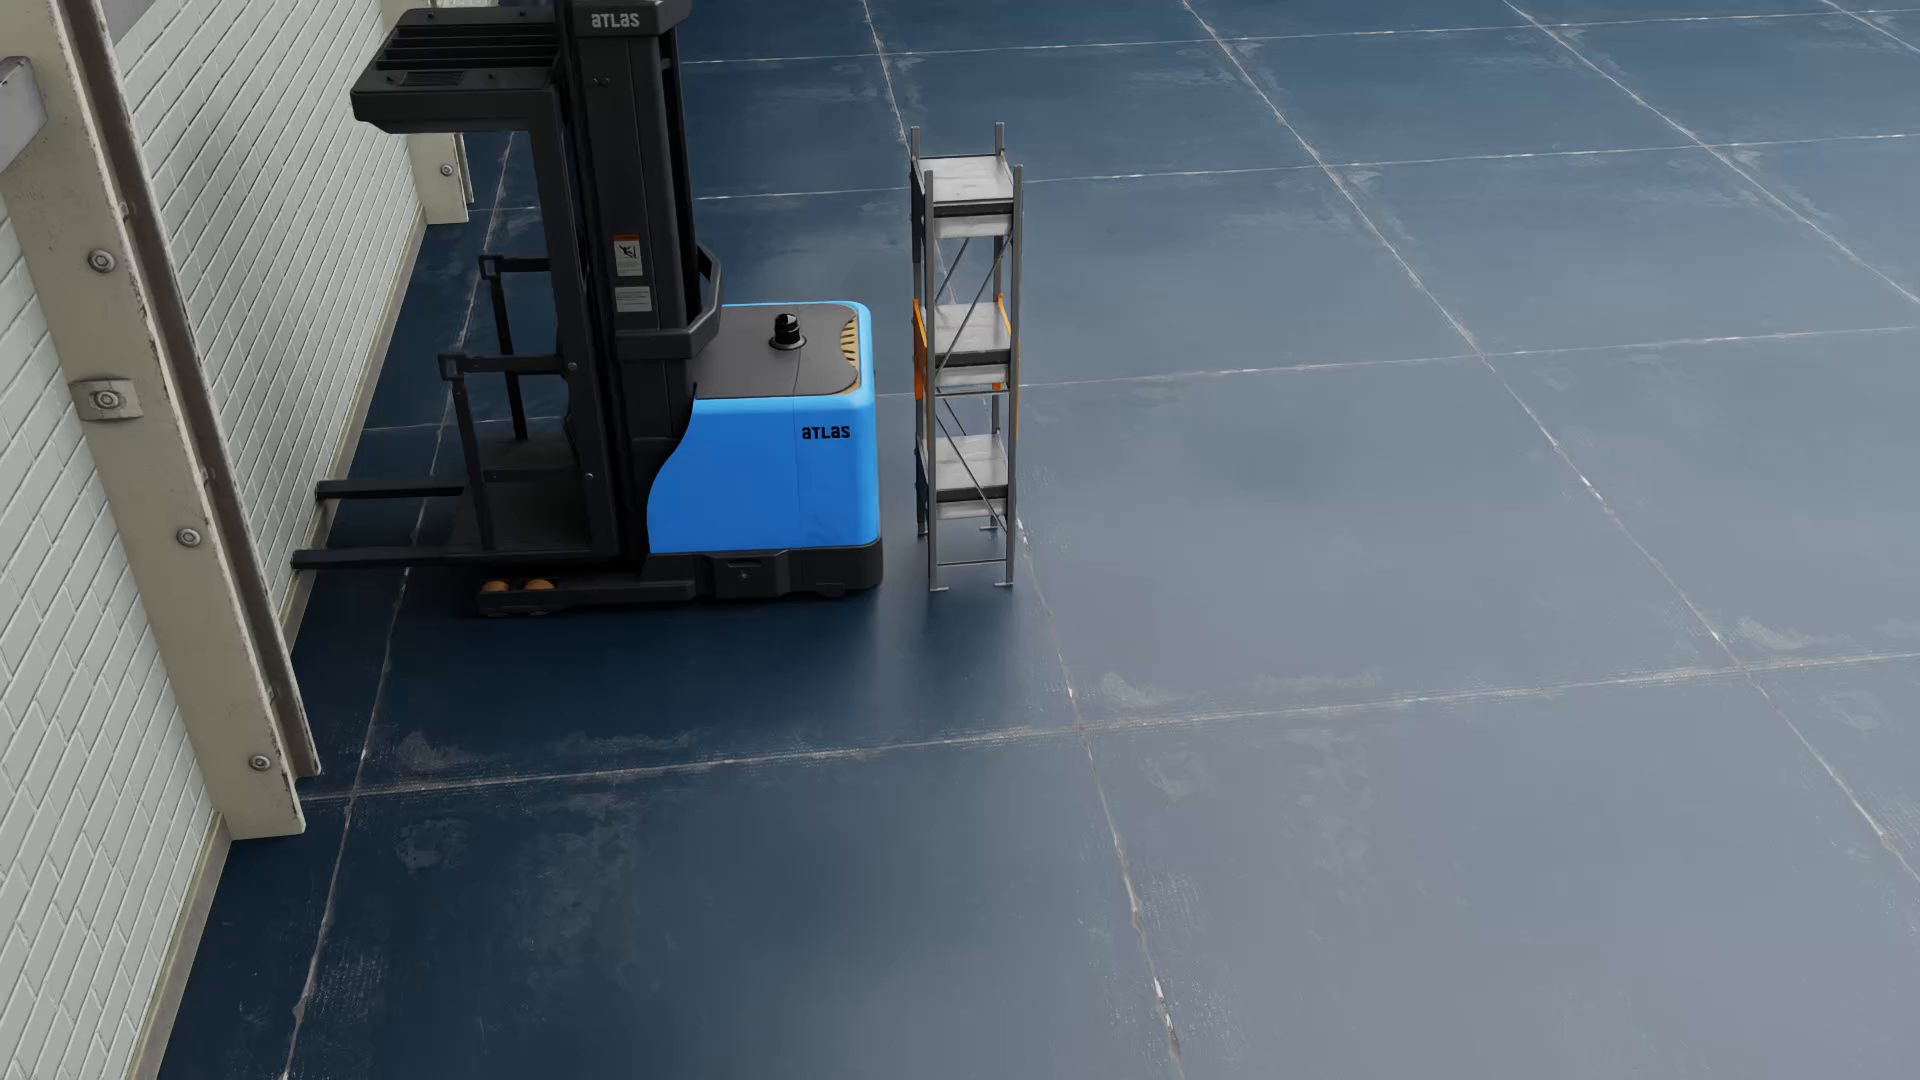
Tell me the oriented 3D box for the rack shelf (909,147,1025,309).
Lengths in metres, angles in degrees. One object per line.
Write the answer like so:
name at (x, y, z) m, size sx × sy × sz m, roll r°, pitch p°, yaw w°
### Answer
rack shelf at (0.022, -1.342, 7.137) m, size 0.431 × 0.518 × 0.480 m, roll -4°, pitch 35°, yaw -6°

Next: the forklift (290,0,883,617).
forklift at (-1.904, -1.163, 7.353) m, size 3.031 × 2.935 × 1.130 m, roll -2°, pitch 34°, yaw -3°

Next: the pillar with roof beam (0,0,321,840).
pillar with roof beam at (1.499, -2.987, 4.643) m, size 9.100 × 9.000 × 0.400 m, roll -4°, pitch 35°, yaw -6°

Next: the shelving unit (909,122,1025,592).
shelving unit at (0.022, -0.775, 7.523) m, size 0.431 × 2.100 × 0.503 m, roll -4°, pitch 35°, yaw -6°

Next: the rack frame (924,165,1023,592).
rack frame at (0.055, -0.639, 7.323) m, size 0.400 × 2.100 × 0.015 m, roll -4°, pitch 35°, yaw -6°

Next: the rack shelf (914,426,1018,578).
rack shelf at (0.022, -0.186, 7.925) m, size 0.431 × 0.518 × 0.480 m, roll -4°, pitch 35°, yaw -6°

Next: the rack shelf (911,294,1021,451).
rack shelf at (0.022, -0.764, 7.531) m, size 0.431 × 0.518 × 0.480 m, roll -4°, pitch 35°, yaw -6°

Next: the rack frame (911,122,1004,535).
rack frame at (-0.011, -0.911, 7.723) m, size 0.400 × 2.100 × 0.015 m, roll -4°, pitch 35°, yaw -6°

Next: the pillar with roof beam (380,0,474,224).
pillar with roof beam at (0.692, -6.336, 9.556) m, size 9.100 × 9.000 × 0.400 m, roll -4°, pitch 35°, yaw -6°
